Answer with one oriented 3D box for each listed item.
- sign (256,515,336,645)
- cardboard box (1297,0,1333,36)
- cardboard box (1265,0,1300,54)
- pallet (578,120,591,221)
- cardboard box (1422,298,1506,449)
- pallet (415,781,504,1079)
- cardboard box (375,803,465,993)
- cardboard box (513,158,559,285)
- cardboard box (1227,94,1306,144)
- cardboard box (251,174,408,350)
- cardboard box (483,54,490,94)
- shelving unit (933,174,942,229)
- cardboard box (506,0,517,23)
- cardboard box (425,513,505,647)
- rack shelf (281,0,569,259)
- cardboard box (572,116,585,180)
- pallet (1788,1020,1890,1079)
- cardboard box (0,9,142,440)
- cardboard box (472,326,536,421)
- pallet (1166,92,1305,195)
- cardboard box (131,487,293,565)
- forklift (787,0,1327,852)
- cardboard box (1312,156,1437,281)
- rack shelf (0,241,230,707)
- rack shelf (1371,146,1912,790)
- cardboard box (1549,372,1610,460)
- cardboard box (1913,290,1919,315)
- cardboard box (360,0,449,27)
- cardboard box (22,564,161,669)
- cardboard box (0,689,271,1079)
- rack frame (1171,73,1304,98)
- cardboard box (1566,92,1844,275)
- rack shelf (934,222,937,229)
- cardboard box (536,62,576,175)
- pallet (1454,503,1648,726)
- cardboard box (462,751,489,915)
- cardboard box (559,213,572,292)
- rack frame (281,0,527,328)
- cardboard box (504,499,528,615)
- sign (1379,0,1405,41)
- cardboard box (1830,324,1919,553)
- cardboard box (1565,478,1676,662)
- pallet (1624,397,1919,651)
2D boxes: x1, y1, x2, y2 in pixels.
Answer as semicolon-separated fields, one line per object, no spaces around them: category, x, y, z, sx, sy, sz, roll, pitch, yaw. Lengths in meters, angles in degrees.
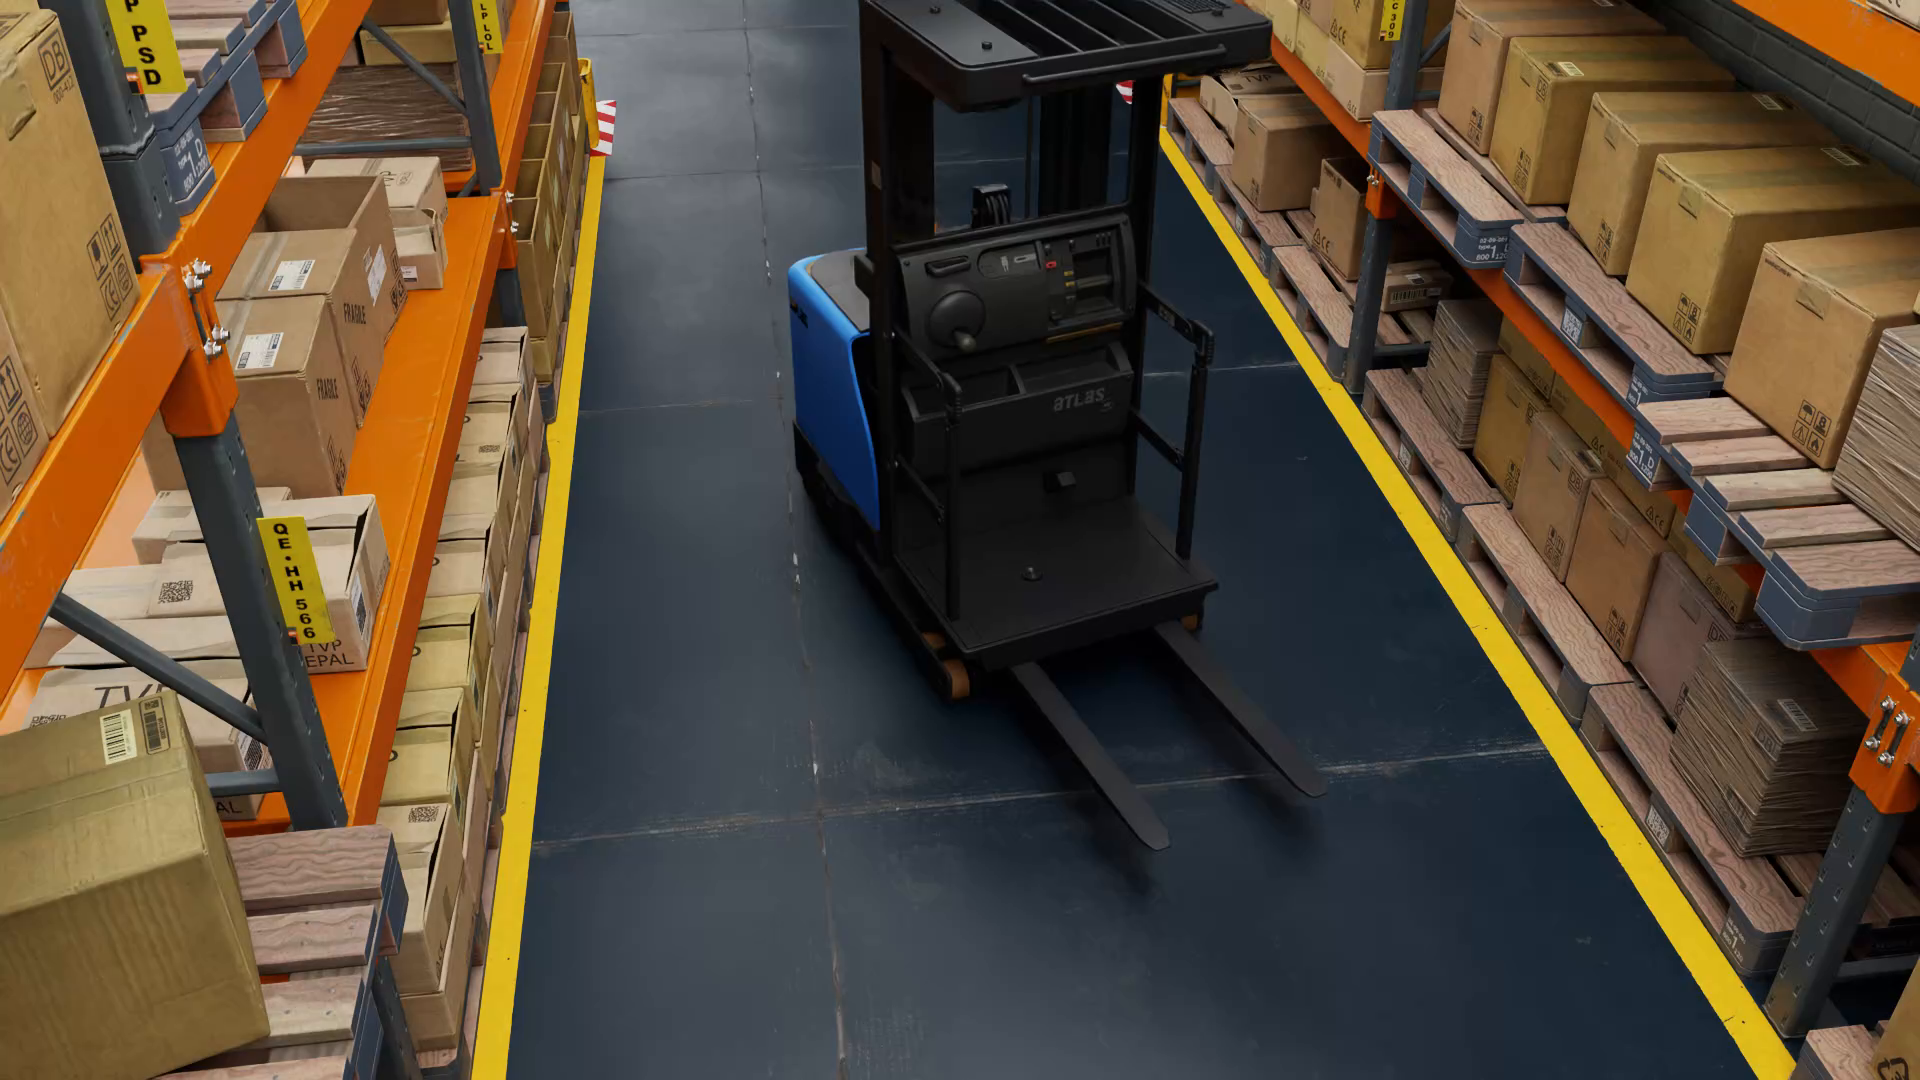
sign;-1.398;0.088;3.499;0.100;0.325;0.005;-4;35;-6
cardboard box;1.993;-2.804;8.150;0.500;0.500;0.500;-5;35;-7
cardboard box;1.930;-2.775;8.773;0.500;0.250;0.500;-5;35;-7
pallet;-2.866;-2.308;10.449;1.003;0.211;1.213;-4;35;-6
cardboard box;2.552;-0.768;7.543;0.700;0.500;0.500;-3;34;-5
pallet;-2.006;1.270;5.198;1.003;0.211;1.213;-4;35;-6
cardboard box;-1.714;0.997;4.694;0.500;0.311;0.500;-3;34;-5
cardboard box;-2.299;-1.560;8.278;0.500;0.500;0.500;-4;35;-6
cardboard box;1.979;-2.621;10.429;0.500;0.311;0.500;-2;34;-2
cardboard box;-2.314;-0.969;5.920;0.500;0.500;0.500;-2;34;-3
cardboard box;-2.615;-2.234;7.776;0.700;0.500;0.500;-5;35;-7
shelving unit;-0.203;-1.117;7.811;0.258;1.200;0.189;-10;23;-15
cardboard box;-2.823;-3.093;9.037;0.700;0.500;0.500;-4;34;-6
cardboard box;-1.929;0.133;5.962;0.500;0.311;0.500;-5;35;-7
rack shelf;-2.741;-2.470;8.850;1.077;0.370;4.000;-4;35;-6
cardboard box;-2.566;-2.366;10.127;0.500;0.250;0.500;-4;35;-6
pallet;3.005;1.801;4.420;1.003;0.211;1.213;-4;35;-6
cardboard box;-1.842;-0.460;2.508;0.910;0.500;0.500;-4;35;-6
cardboard box;-2.134;-0.716;7.208;0.500;0.311;0.500;-4;35;-6
pallet;1.983;-2.610;10.893;1.003;0.211;1.213;-4;35;-6
cardboard box;-2.161;-0.023;4.843;0.380;0.149;0.250;-2;34;-3
forklift;0.313;-0.875;5.932;1.130;2.935;3.031;-14;37;-20
cardboard box;2.257;-1.754;8.989;0.500;0.500;0.500;-7;35;-10
rack shelf;-1.665;0.754;1.455;1.077;0.370;4.000;-4;35;-6
rack shelf;2.705;-0.616;6.129;1.077;0.370;4.000;-4;35;-6
cardboard box;2.688;-0.543;6.546;0.500;0.250;0.500;-5;35;-8
cardboard box;2.840;-0.657;4.495;0.380;0.149;0.250;-10;36;-14
cardboard box;-2.538;-2.476;6.979;0.700;0.500;0.500;-4;34;-6
cardboard box;-2.329;0.203;4.511;0.380;0.149;0.250;-4;35;-6
cardboard box;-1.738;0.708;3.085;0.700;0.500;0.500;-16;37;-22
rack frame;1.898;-4.261;10.839;1.000;3.000;0.127;-4;35;-6
cardboard box;2.658;-1.288;5.997;0.700;0.500;0.500;0;34;0
rack shelf;-0.223;-1.408;7.691;0.258;0.103;0.180;-10;23;-15
cardboard box;-2.494;-2.397;9.507;0.500;0.500;0.500;-4;35;-6
pallet;2.710;0.240;6.710;1.003;0.211;1.213;-4;35;-6
cardboard box;-1.782;0.948;5.264;0.500;0.250;0.500;-5;35;-8
cardboard box;-2.358;-1.530;8.900;0.500;0.250;0.500;-4;35;-6
rack frame;-2.472;-1.652;7.010;1.000;3.000;0.127;-4;35;-6
cardboard box;-1.994;0.088;6.526;0.500;0.250;0.500;-4;34;-5
sign;1.899;-2.341;7.253;0.100;0.325;0.005;-4;35;-6
cardboard box;2.901;-0.281;4.520;0.700;0.500;0.500;-8;35;-12
cardboard box;2.777;0.085;6.291;0.700;0.500;0.500;-5;35;-7
pallet;2.773;-0.107;4.914;1.213;0.211;1.003;-4;35;-6
